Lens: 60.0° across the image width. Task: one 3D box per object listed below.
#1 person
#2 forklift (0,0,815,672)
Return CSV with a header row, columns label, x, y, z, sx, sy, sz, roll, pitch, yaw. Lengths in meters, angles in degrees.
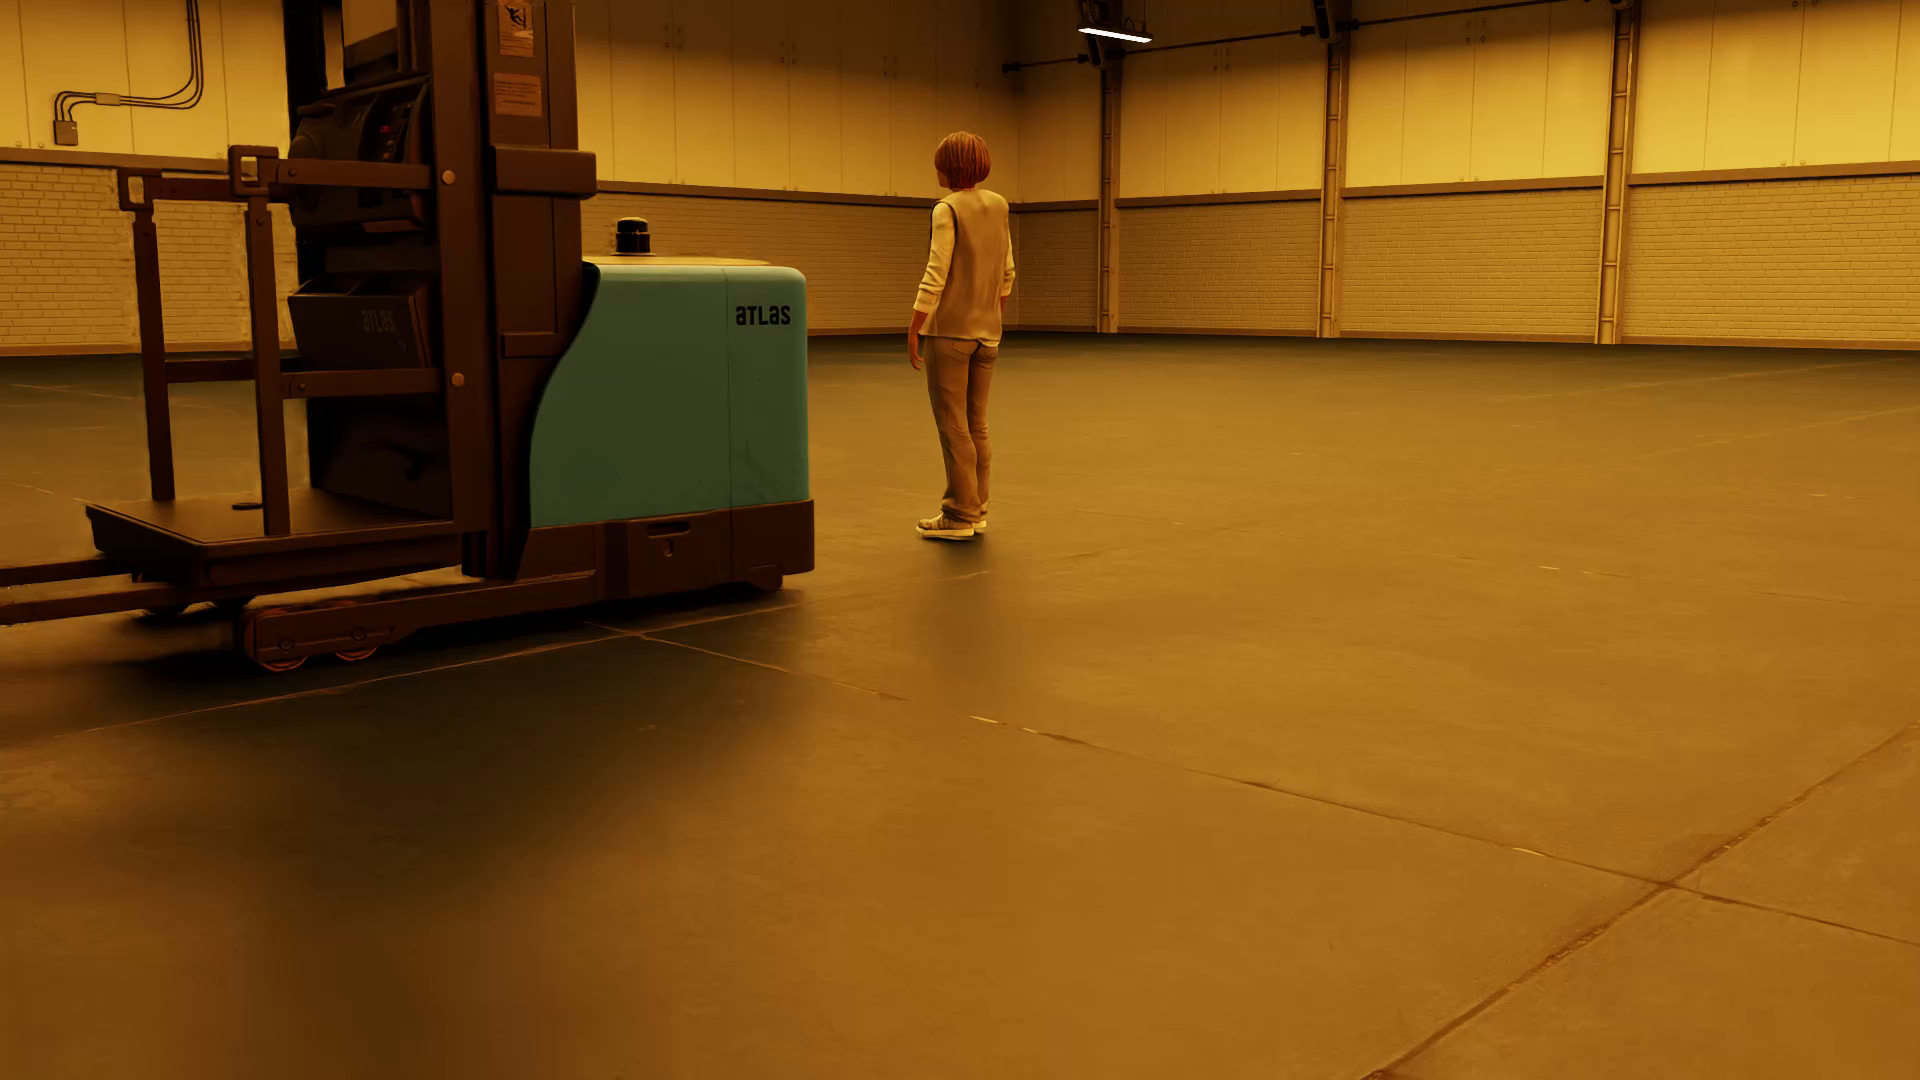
label,x,y,z,sx,sy,sz,roll,pitch,yaw
person,-0.043,-0.799,6.659,0.474,1.583,0.519,8,12,43
forklift,-1.928,-1.188,4.763,3.031,2.935,1.130,-7,11,-41
